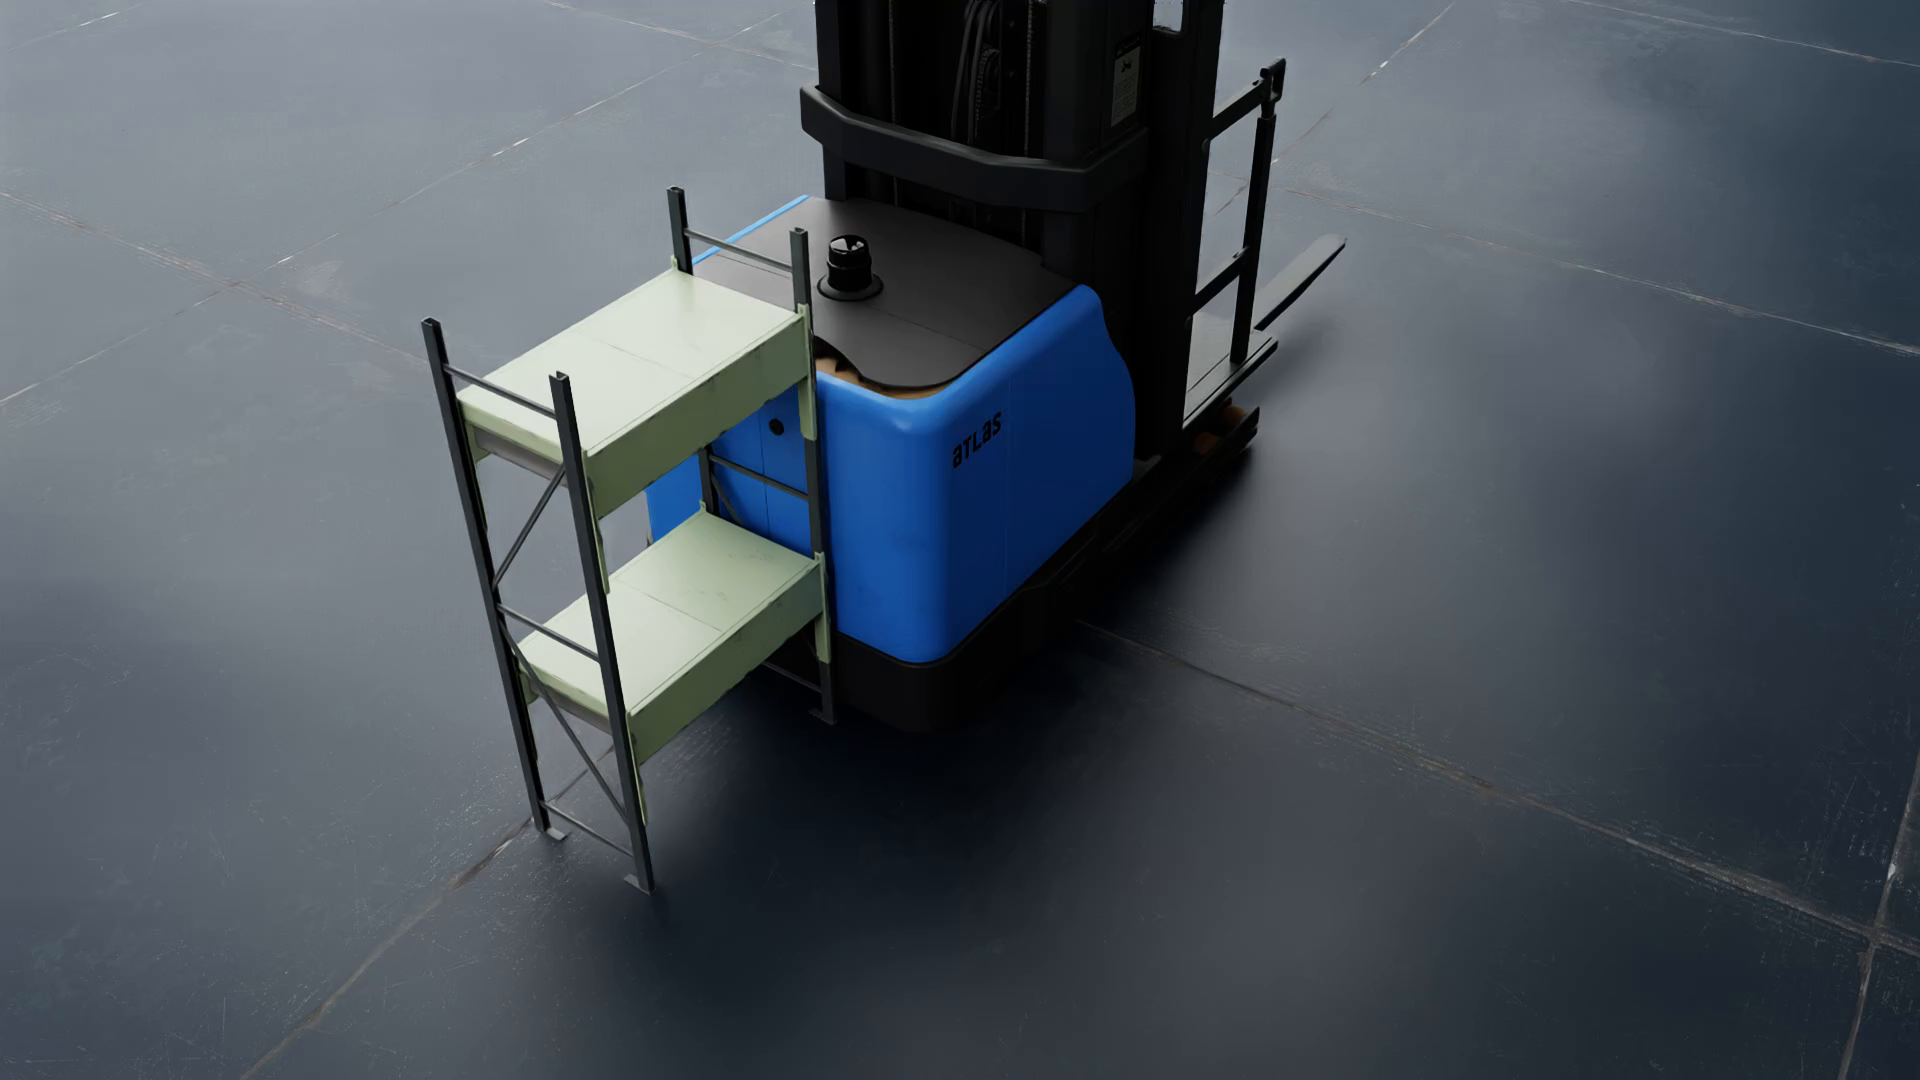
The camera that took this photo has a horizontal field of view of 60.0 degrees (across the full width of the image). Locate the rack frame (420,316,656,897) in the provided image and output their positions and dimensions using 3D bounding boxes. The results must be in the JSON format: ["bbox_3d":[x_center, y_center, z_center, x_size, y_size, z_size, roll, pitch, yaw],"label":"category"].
[{"bbox_3d":[-0.924,0.213,3.746,0.400,1.500,0.023,23,43,27],"label":"rack frame"}]

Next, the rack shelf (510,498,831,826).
[{"bbox_3d":[-0.716,0.287,4.183,0.431,0.370,0.720,23,43,27],"label":"rack shelf"}]

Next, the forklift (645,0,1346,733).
[{"bbox_3d":[0.351,-1.501,4.797,1.130,2.935,3.031,23,43,27],"label":"forklift"}]

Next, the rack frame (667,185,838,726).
[{"bbox_3d":[-0.508,-0.156,4.223,0.400,1.500,0.023,23,43,27],"label":"rack frame"}]

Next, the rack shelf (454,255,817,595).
[{"bbox_3d":[-0.716,-0.280,3.746,0.431,0.370,0.720,23,43,27],"label":"rack shelf"}]

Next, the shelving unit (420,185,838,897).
[{"bbox_3d":[-0.716,0.029,3.984,0.431,1.500,0.755,23,43,27],"label":"shelving unit"}]
